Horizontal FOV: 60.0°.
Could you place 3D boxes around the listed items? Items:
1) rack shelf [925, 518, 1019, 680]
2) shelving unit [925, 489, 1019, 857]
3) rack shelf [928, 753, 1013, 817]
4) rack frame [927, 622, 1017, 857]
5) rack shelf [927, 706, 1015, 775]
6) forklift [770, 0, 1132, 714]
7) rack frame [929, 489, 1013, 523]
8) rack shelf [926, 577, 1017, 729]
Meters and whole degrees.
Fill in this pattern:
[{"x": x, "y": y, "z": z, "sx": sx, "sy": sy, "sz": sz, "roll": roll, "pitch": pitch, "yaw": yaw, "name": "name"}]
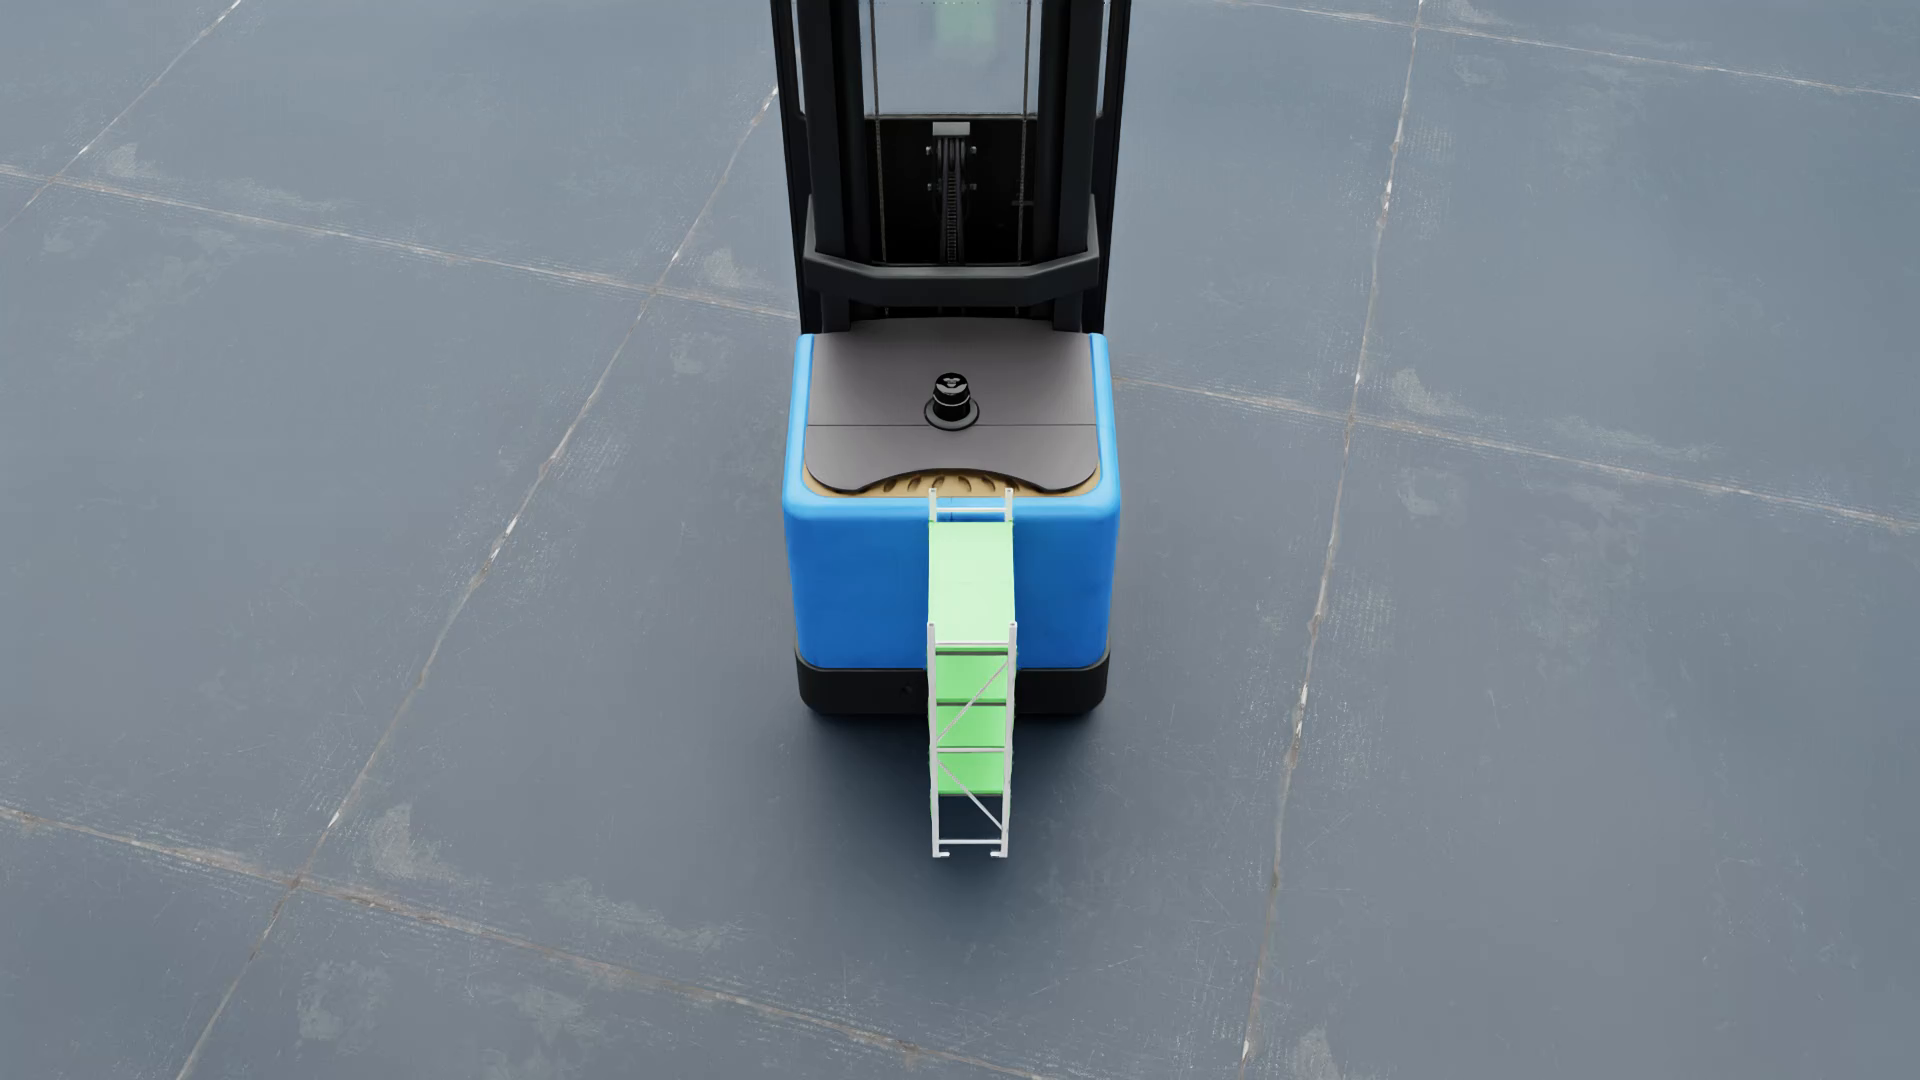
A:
[{"x": 0.032, "y": 0.163, "z": 4.749, "sx": 0.258, "sy": 0.148, "sz": 0.480, "roll": 0, "pitch": 49, "yaw": 0, "name": "rack shelf"}, {"x": 0.032, "y": 0.437, "z": 5.062, "sx": 0.258, "sy": 1.200, "sz": 0.503, "roll": 0, "pitch": 49, "yaw": 0, "name": "shelving unit"}, {"x": 0.032, "y": 0.636, "z": 5.291, "sx": 0.258, "sy": 0.148, "sz": 0.480, "roll": 0, "pitch": 49, "yaw": 0, "name": "rack shelf"}, {"x": 0.032, "y": 0.620, "z": 4.902, "sx": 0.240, "sy": 1.200, "sz": 0.015, "roll": 0, "pitch": 49, "yaw": 0, "name": "rack frame"}, {"x": 0.032, "y": 0.479, "z": 5.111, "sx": 0.258, "sy": 0.148, "sz": 0.480, "roll": 0, "pitch": 49, "yaw": 0, "name": "rack shelf"}, {"x": -0.028, "y": -1.470, "z": 5.592, "sx": 1.130, "sy": 2.935, "sz": 3.031, "roll": 0, "pitch": 49, "yaw": 0, "name": "forklift"}, {"x": 0.032, "y": 0.253, "z": 5.223, "sx": 0.240, "sy": 1.200, "sz": 0.015, "roll": 0, "pitch": 49, "yaw": 0, "name": "rack frame"}, {"x": 0.032, "y": 0.321, "z": 4.930, "sx": 0.258, "sy": 0.148, "sz": 0.480, "roll": 0, "pitch": 49, "yaw": 0, "name": "rack shelf"}]
